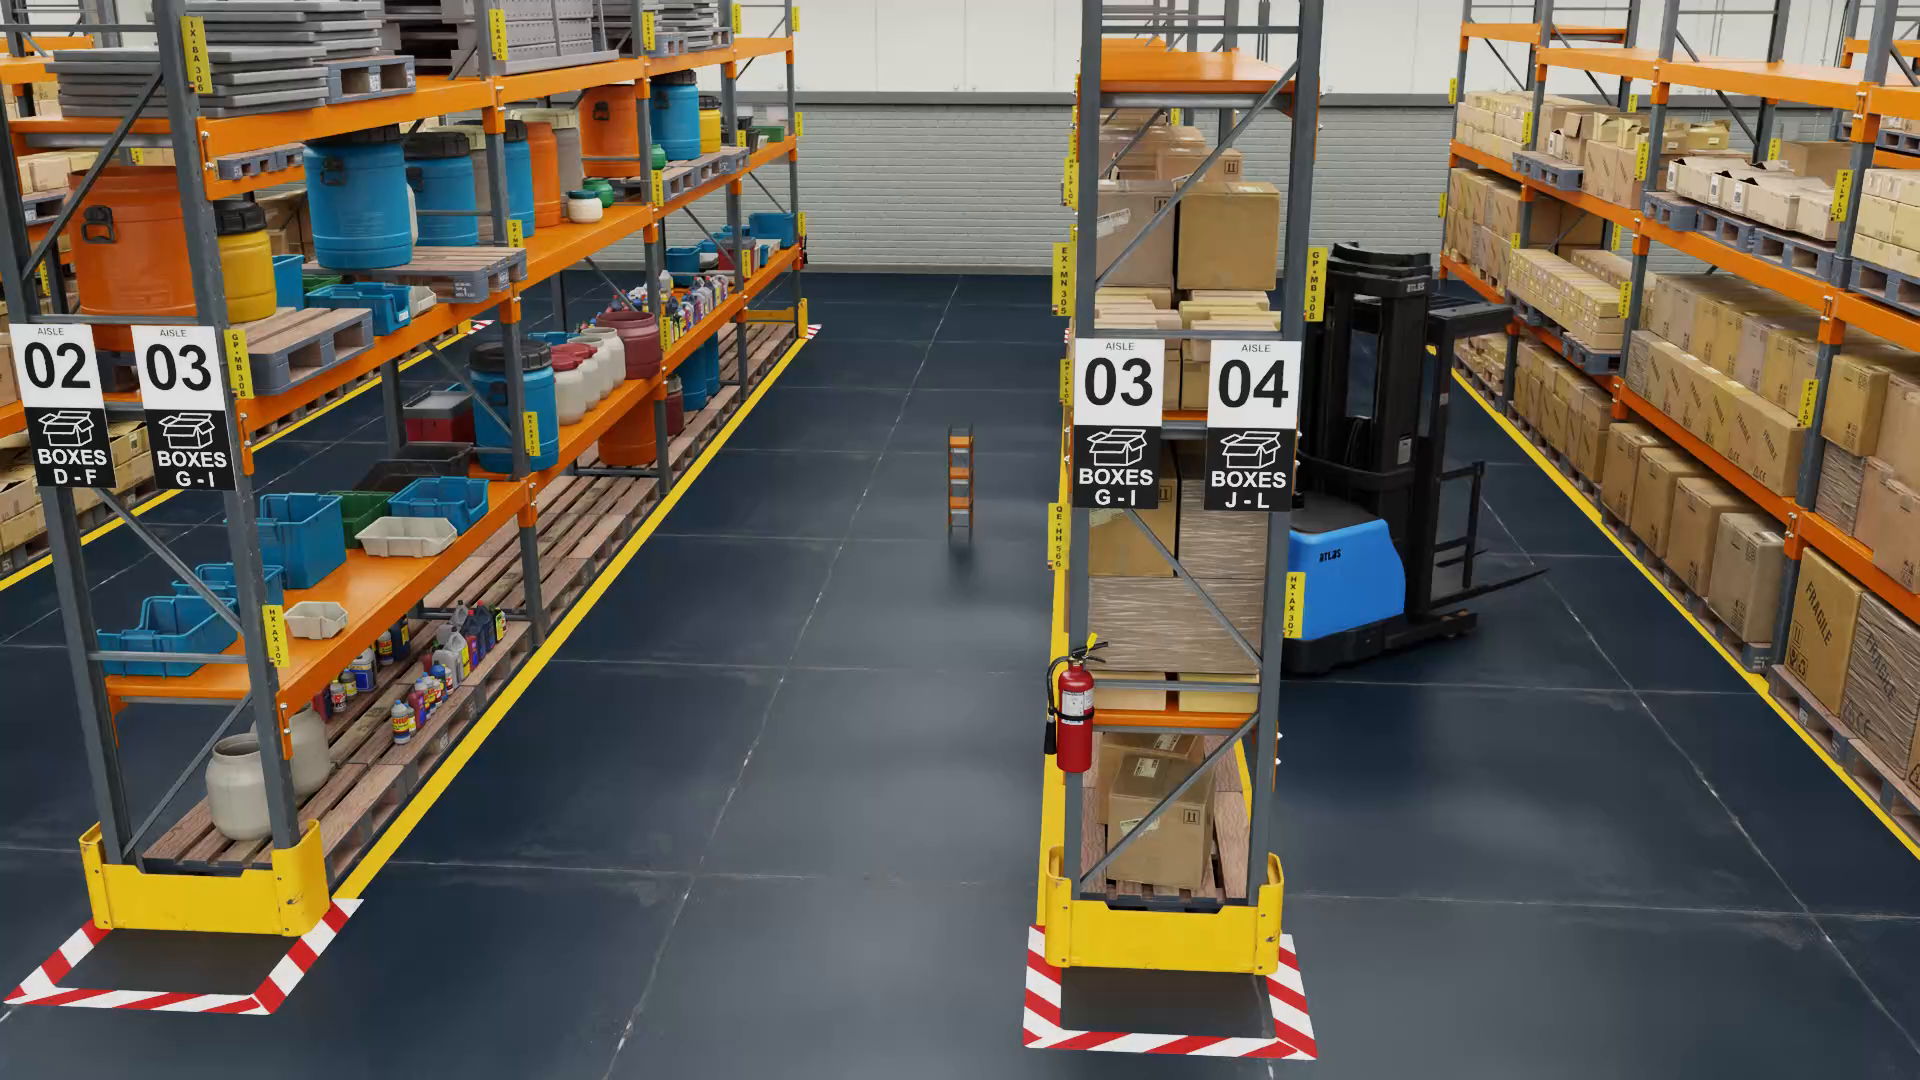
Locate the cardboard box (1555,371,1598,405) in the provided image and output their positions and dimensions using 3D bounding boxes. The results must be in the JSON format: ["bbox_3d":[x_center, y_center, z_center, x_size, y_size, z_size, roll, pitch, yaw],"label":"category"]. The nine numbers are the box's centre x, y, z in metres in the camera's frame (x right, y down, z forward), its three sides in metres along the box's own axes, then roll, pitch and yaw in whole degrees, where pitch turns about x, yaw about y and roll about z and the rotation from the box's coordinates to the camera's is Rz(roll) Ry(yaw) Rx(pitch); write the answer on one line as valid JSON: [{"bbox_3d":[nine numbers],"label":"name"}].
[{"bbox_3d":[6.394,-1.539,16.940,0.500,0.250,0.500,2,18,5],"label":"cardboard box"}]

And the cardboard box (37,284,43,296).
[{"bbox_3d":[-12.872,-3.427,22.861,0.380,0.149,0.250,2,18,5],"label":"cardboard box"}]

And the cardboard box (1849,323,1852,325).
[{"bbox_3d":[12.099,-2.819,22.149,0.875,0.438,0.875,1,18,2],"label":"cardboard box"}]

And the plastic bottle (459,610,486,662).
[{"bbox_3d":[-3.411,0.667,11.618,0.144,0.351,0.185,0,18,1],"label":"plastic bottle"}]

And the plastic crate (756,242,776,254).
[{"bbox_3d":[-2.691,-3.932,22.433,0.396,0.136,0.243,1,18,4],"label":"plastic crate"}]

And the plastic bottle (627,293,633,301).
[{"bbox_3d":[-3.596,-2.542,18.071,0.097,0.271,0.097,0,18,0],"label":"plastic bottle"}]

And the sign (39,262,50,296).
[{"bbox_3d":[-8.834,-2.525,16.079,0.100,0.325,0.005,1,18,4],"label":"sign"}]

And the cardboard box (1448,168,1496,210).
[{"bbox_3d":[6.805,-4.654,22.064,0.500,0.500,0.500,1,18,4],"label":"cardboard box"}]

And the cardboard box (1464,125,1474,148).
[{"bbox_3d":[6.773,-5.180,21.338,0.500,0.250,0.500,2,18,6],"label":"cardboard box"}]

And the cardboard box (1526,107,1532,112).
[{"bbox_3d":[6.565,-4.765,18.629,0.380,0.149,0.250,0,18,1],"label":"cardboard box"}]

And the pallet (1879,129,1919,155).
[{"bbox_3d":[11.919,-4.817,20.131,1.003,0.211,1.213,1,18,4],"label":"pallet"}]

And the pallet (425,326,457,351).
[{"bbox_3d":[-7.780,-2.891,23.408,1.003,0.211,1.213,1,18,4],"label":"pallet"}]

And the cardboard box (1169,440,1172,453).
[{"bbox_3d":[1.404,-0.435,9.190,0.500,0.500,0.500,1,18,4],"label":"cardboard box"}]

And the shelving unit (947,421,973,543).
[{"bbox_3d":[0.004,-0.516,14.810,0.215,1.050,0.252,1,18,4],"label":"shelving unit"}]

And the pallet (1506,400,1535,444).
[{"bbox_3d":[6.761,-1.314,18.594,1.003,0.211,1.213,1,18,4],"label":"pallet"}]

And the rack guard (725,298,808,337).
[{"bbox_3d":[-2.789,-3.196,23.873,1.175,0.500,0.348,1,18,4],"label":"rack guard"}]

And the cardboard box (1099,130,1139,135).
[{"bbox_3d":[1.259,-3.194,14.071,0.500,0.500,0.500,1,18,4],"label":"cardboard box"}]

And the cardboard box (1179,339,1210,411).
[{"bbox_3d":[1.308,-0.794,7.953,0.500,0.250,0.500,2,18,6],"label":"cardboard box"}]

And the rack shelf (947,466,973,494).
[{"bbox_3d":[0.004,-0.505,14.814,0.215,0.259,0.240,1,18,4],"label":"rack shelf"}]

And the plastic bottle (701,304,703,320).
[{"bbox_3d":[-2.840,-2.489,18.021,0.097,0.201,0.097,0,18,0],"label":"plastic bottle"}]

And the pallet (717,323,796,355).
[{"bbox_3d":[-2.876,-2.795,23.115,1.003,0.211,1.213,1,18,4],"label":"pallet"}]

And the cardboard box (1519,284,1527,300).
[{"bbox_3d":[6.293,-2.685,18.030,0.380,0.149,0.250,1,18,4],"label":"cardboard box"}]

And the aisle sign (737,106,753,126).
[{"bbox_3d":[-3.069,-5.640,23.144,0.394,0.787,0.004,1,18,4],"label":"aisle sign"}]

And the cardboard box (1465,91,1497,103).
[{"bbox_3d":[6.852,-5.809,21.814,0.380,0.149,0.250,1,18,3],"label":"cardboard box"}]

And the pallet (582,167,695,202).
[{"bbox_3d":[-3.199,-3.462,16.158,1.003,0.211,1.213,1,18,4],"label":"pallet"}]

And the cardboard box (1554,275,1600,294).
[{"bbox_3d":[6.202,-2.565,16.709,0.380,0.149,0.250,2,18,7],"label":"cardboard box"}]

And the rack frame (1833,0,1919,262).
[{"bbox_3d":[6.242,-3.247,10.381,1.000,3.000,0.127,1,18,4],"label":"rack frame"}]

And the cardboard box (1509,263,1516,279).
[{"bbox_3d":[6.328,-2.990,18.483,0.380,0.149,0.250,2,18,5],"label":"cardboard box"}]

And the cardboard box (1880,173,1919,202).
[{"bbox_3d":[5.860,-2.143,10.118,0.380,0.149,0.250,1,18,3],"label":"cardboard box"}]

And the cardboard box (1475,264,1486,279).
[{"bbox_3d":[6.643,-3.343,20.710,0.380,0.149,0.250,2,18,5],"label":"cardboard box"}]

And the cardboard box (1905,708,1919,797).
[{"bbox_3d":[5.999,1.171,9.271,0.875,0.875,0.875,1,18,3],"label":"cardboard box"}]

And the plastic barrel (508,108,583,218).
[{"bbox_3d":[-3.627,-3.305,14.569,0.600,0.901,0.600,0,18,0],"label":"plastic barrel"}]

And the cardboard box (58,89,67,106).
[{"bbox_3d":[-8.254,-4.086,15.993,0.500,0.500,0.500,1,18,4],"label":"cardboard box"}]

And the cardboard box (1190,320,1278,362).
[{"bbox_3d":[1.266,-0.920,7.697,0.380,0.149,0.250,1,18,4],"label":"cardboard box"}]

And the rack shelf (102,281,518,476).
[{"bbox_3d":[-3.782,-1.111,9.835,1.077,0.370,4.000,1,18,4],"label":"rack shelf"}]

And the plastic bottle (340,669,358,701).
[{"bbox_3d":[-4.044,0.951,10.992,0.097,0.201,0.097,0,18,0],"label":"plastic bottle"}]

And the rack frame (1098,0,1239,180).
[{"bbox_3d":[1.302,-3.389,10.815,1.000,3.000,0.127,1,18,4],"label":"rack frame"}]

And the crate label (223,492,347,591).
[{"bbox_3d":[-4.063,-0.001,10.052,0.502,0.435,0.616,1,18,4],"label":"crate label"}]

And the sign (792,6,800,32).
[{"bbox_3d":[-2.228,-7.066,22.554,0.100,0.325,0.005,1,18,4],"label":"sign"}]

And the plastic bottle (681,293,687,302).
[{"bbox_3d":[-2.985,-2.556,18.113,0.097,0.271,0.097,0,18,0],"label":"plastic bottle"}]

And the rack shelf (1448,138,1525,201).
[{"bbox_3d":[6.959,-4.586,20.438,1.077,0.370,4.000,1,18,4],"label":"rack shelf"}]

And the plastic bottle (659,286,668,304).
[{"bbox_3d":[-3.378,-2.793,18.949,0.097,0.201,0.097,0,18,0],"label":"plastic bottle"}]

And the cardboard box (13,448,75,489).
[{"bbox_3d":[-8.153,-0.676,15.009,0.500,0.311,0.500,1,18,4],"label":"cardboard box"}]

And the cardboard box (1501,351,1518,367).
[{"bbox_3d":[6.581,-2.125,19.539,0.380,0.149,0.250,2,18,5],"label":"cardboard box"}]

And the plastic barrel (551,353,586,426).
[{"bbox_3d":[-3.298,-1.234,13.652,0.433,0.535,0.433,0,18,0],"label":"plastic barrel"}]

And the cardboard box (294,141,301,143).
[{"bbox_3d":[-7.723,-4.745,20.010,0.500,0.250,0.500,1,18,4],"label":"cardboard box"}]

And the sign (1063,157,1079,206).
[{"bbox_3d":[0.748,-2.408,11.174,0.100,0.325,0.005,1,18,4],"label":"sign"}]

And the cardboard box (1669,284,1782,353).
[{"bbox_3d":[6.452,-1.865,14.031,0.700,0.500,0.500,1,18,3],"label":"cardboard box"}]

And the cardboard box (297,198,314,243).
[{"bbox_3d":[-7.691,-3.908,20.266,0.500,0.500,0.500,2,18,5],"label":"cardboard box"}]

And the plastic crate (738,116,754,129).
[{"bbox_3d":[-3.084,-5.626,22.668,0.497,0.269,0.590,1,18,4],"label":"plastic crate"}]

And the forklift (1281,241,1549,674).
[{"bbox_3d":[3.356,-0.770,12.565,3.031,2.935,1.130,-12,22,-33],"label":"forklift"}]

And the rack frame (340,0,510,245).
[{"bbox_3d":[-3.638,-3.500,11.152,1.000,3.000,0.127,1,18,4],"label":"rack frame"}]

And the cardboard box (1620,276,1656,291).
[{"bbox_3d":[6.848,-2.549,16.658,0.380,0.149,0.250,2,18,6],"label":"cardboard box"}]

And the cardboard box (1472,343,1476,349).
[{"bbox_3d":[6.774,-2.544,21.295,0.380,0.149,0.250,2,18,7],"label":"cardboard box"}]

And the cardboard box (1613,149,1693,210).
[{"bbox_3d":[6.316,-3.295,15.182,0.500,0.500,0.500,1,18,4],"label":"cardboard box"}]

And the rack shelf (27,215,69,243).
[{"bbox_3d":[-8.435,-2.465,13.968,1.077,0.370,4.000,1,18,4],"label":"rack shelf"}]
